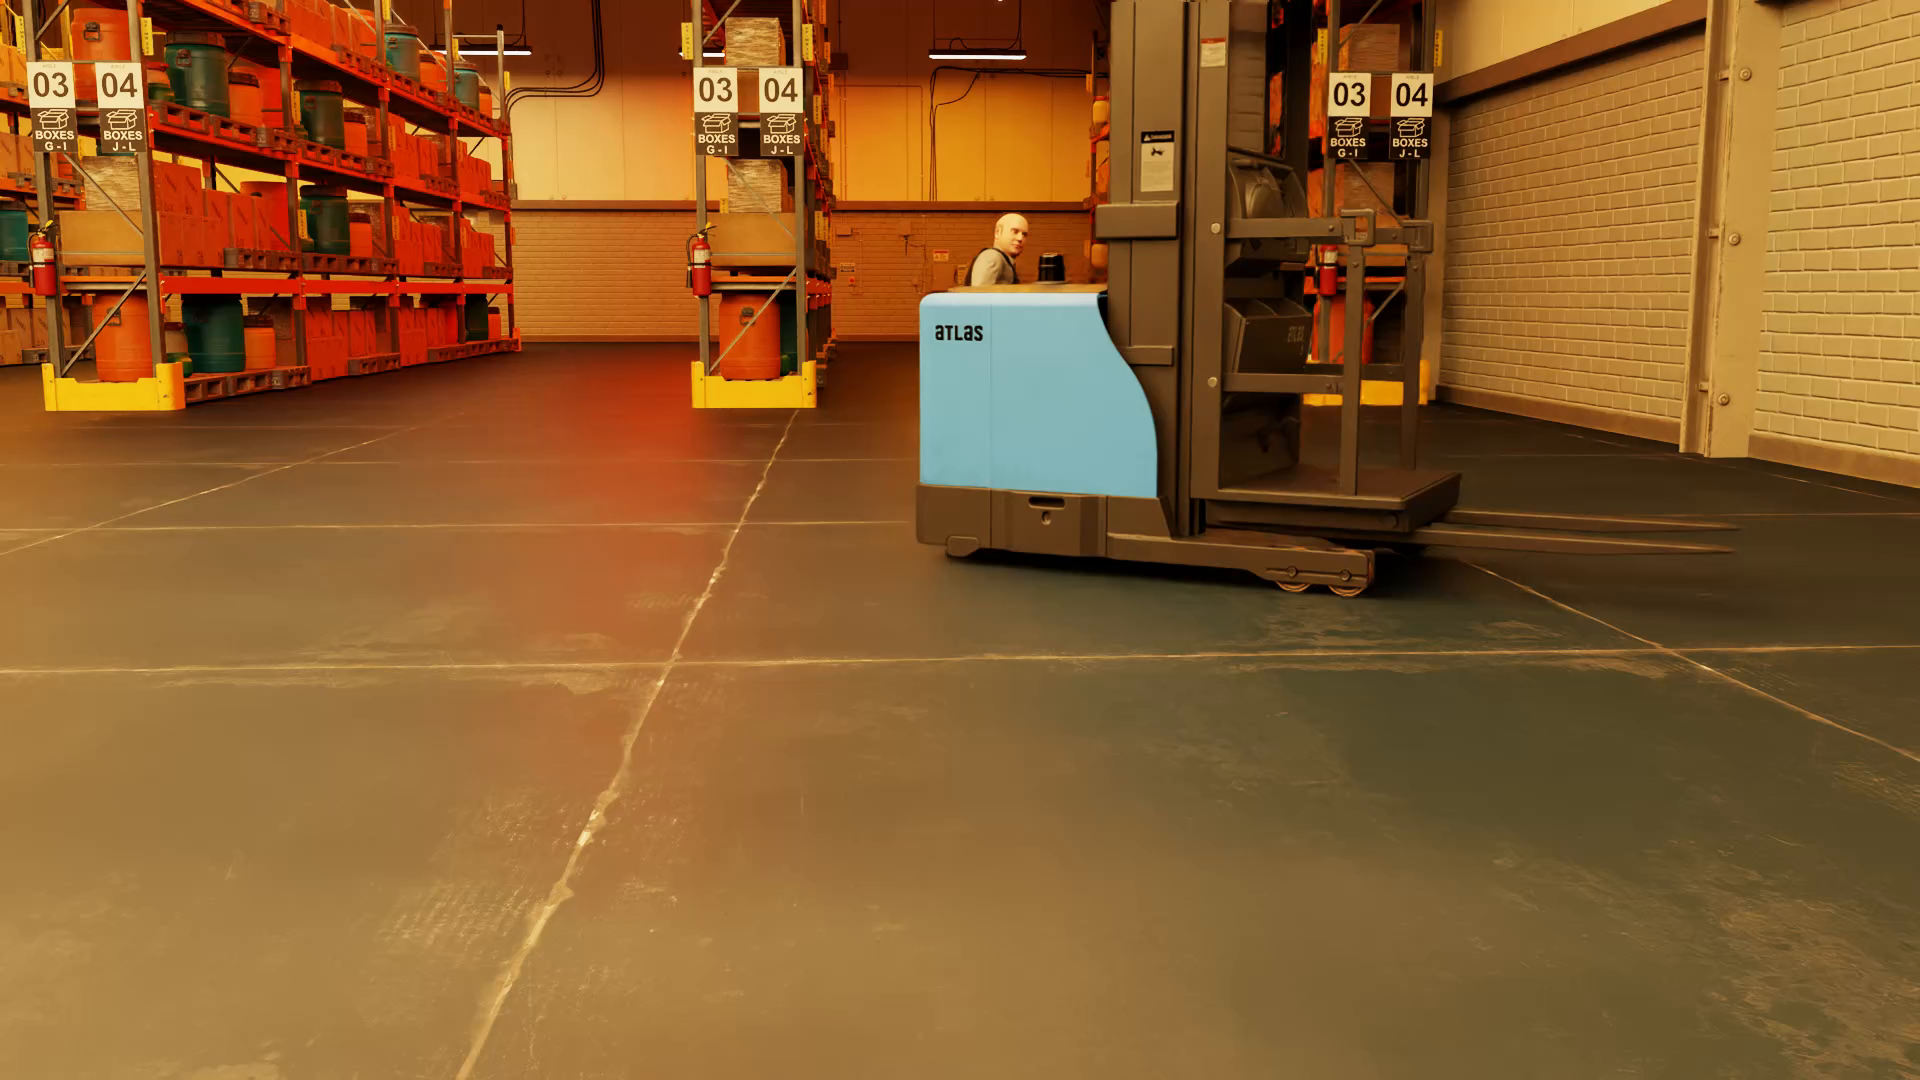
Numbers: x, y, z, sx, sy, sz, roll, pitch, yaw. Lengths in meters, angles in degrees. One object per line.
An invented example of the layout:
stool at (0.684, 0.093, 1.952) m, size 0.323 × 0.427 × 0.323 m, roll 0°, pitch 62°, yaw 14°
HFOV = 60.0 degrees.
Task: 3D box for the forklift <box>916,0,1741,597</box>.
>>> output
forklift at (1.373, -1.336, 6.327) m, size 3.031 × 2.935 × 1.130 m, roll 4°, pitch 9°, yaw 27°

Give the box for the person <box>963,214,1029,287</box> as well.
person at (0.301, -0.984, 8.906) m, size 0.723 × 1.516 × 0.750 m, roll -3°, pitch 9°, yaw -18°
